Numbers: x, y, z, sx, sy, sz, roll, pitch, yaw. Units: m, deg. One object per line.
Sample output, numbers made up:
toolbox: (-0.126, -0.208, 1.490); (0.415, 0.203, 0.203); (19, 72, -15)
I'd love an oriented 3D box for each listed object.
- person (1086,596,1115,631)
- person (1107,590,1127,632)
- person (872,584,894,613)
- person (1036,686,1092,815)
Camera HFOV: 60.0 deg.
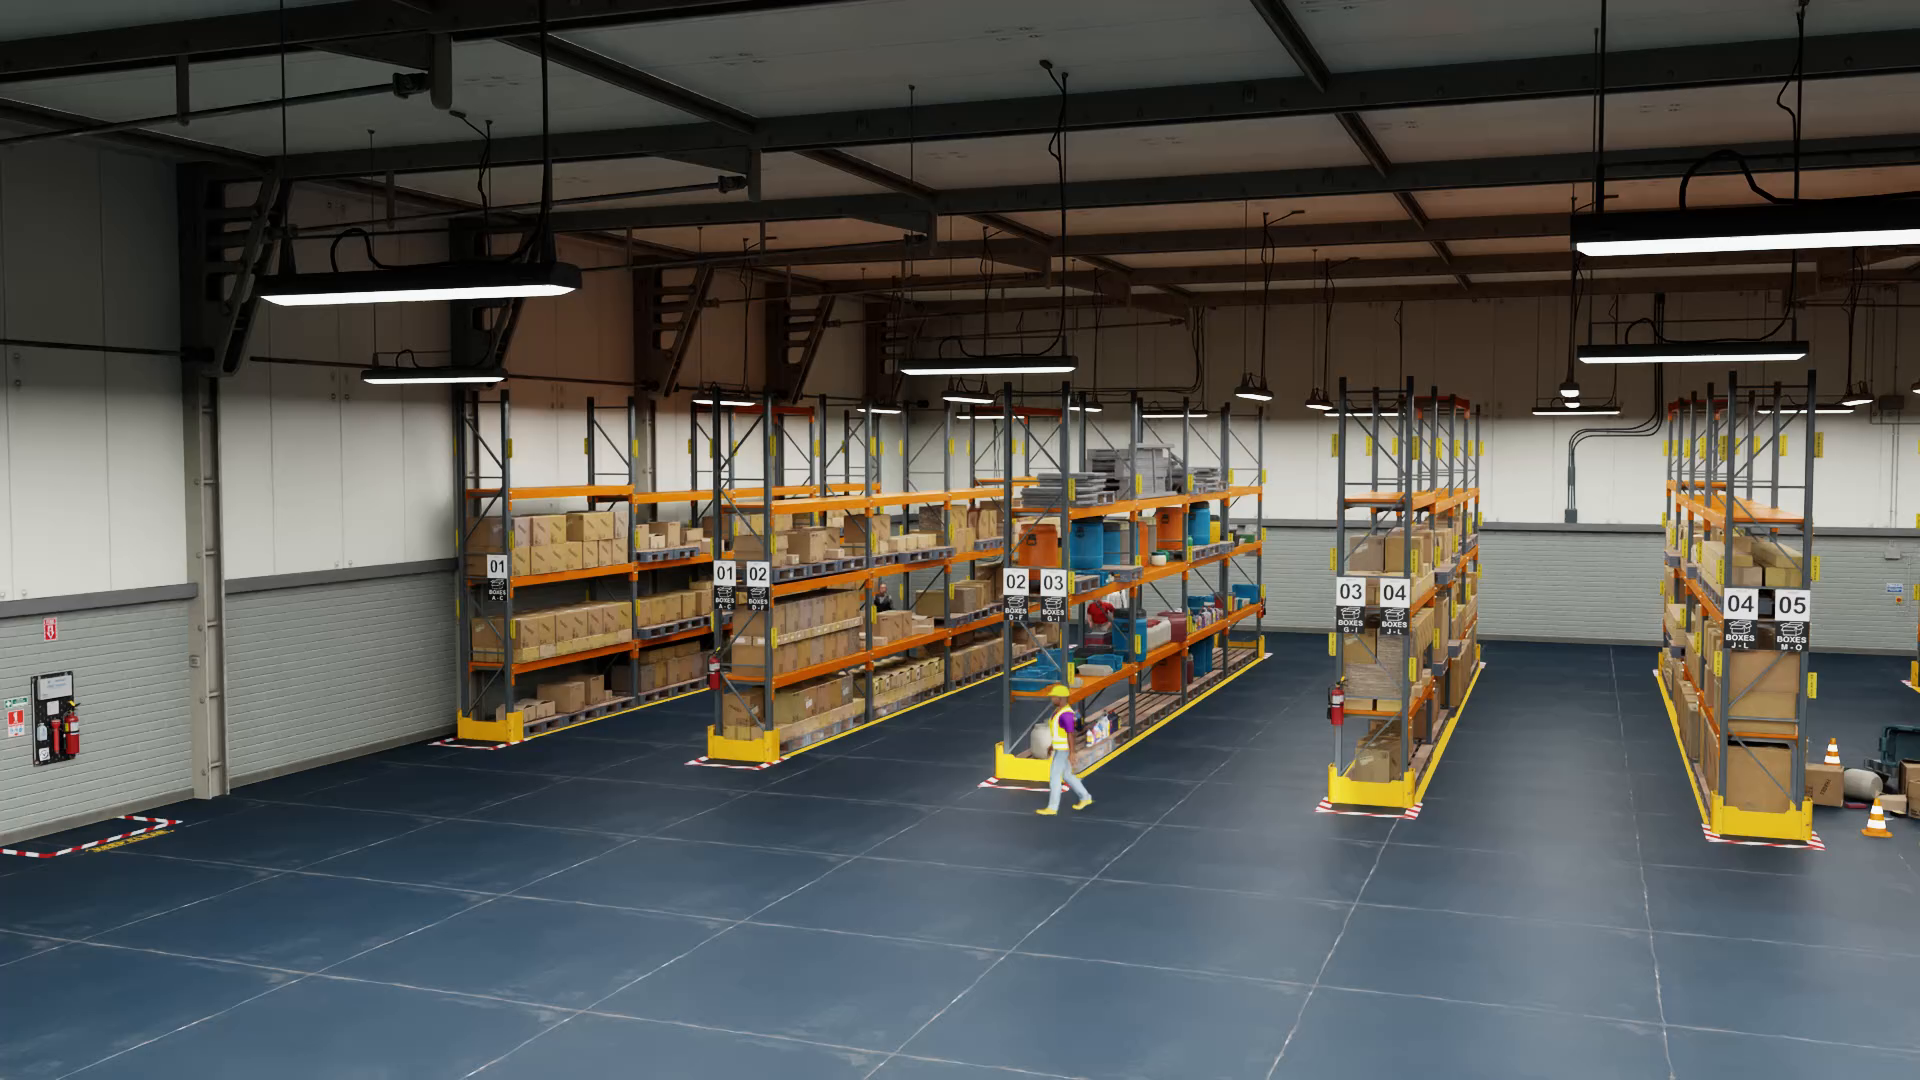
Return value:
person: (3.322, 2.039, 39.023); (0.702, 1.640, 0.730); (2, 4, 29)
person: (4.073, 1.782, 43.274); (0.516, 1.630, 1.001); (0, 3, 8)
person: (-1.936, 1.918, 40.786); (0.549, 1.667, 1.084); (1, 3, 17)
person: (1.430, 2.869, 22.807); (0.823, 1.754, 0.563); (0, 3, -4)
